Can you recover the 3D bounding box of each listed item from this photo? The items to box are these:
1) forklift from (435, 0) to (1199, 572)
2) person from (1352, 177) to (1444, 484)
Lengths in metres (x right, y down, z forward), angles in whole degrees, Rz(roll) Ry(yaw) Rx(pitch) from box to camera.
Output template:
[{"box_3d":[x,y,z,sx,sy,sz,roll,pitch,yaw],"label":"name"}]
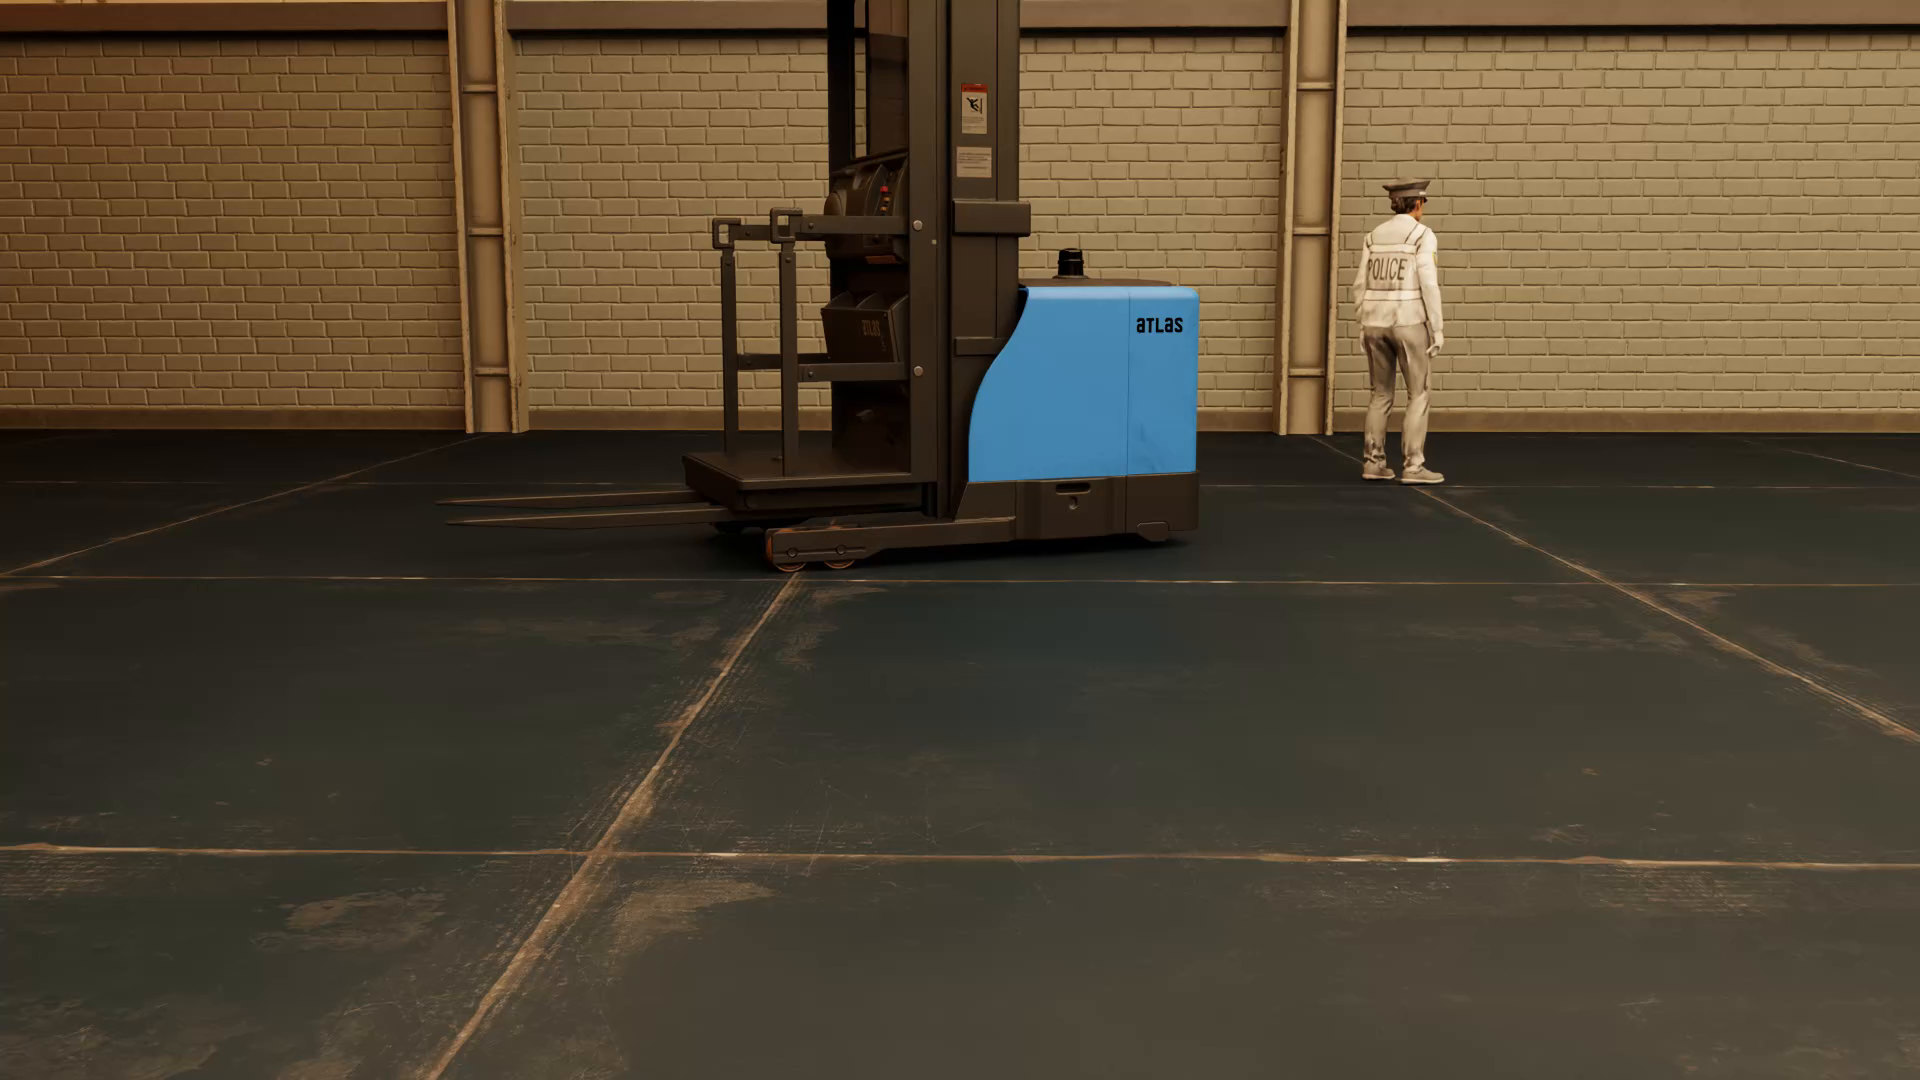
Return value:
[{"box_3d":[-0.569,-1.416,6.694,3.031,2.935,1.130,-3,9,-20],"label":"forklift"},{"box_3d":[2.410,-1.143,9.132,0.370,1.662,0.530,-8,12,-41],"label":"person"}]
